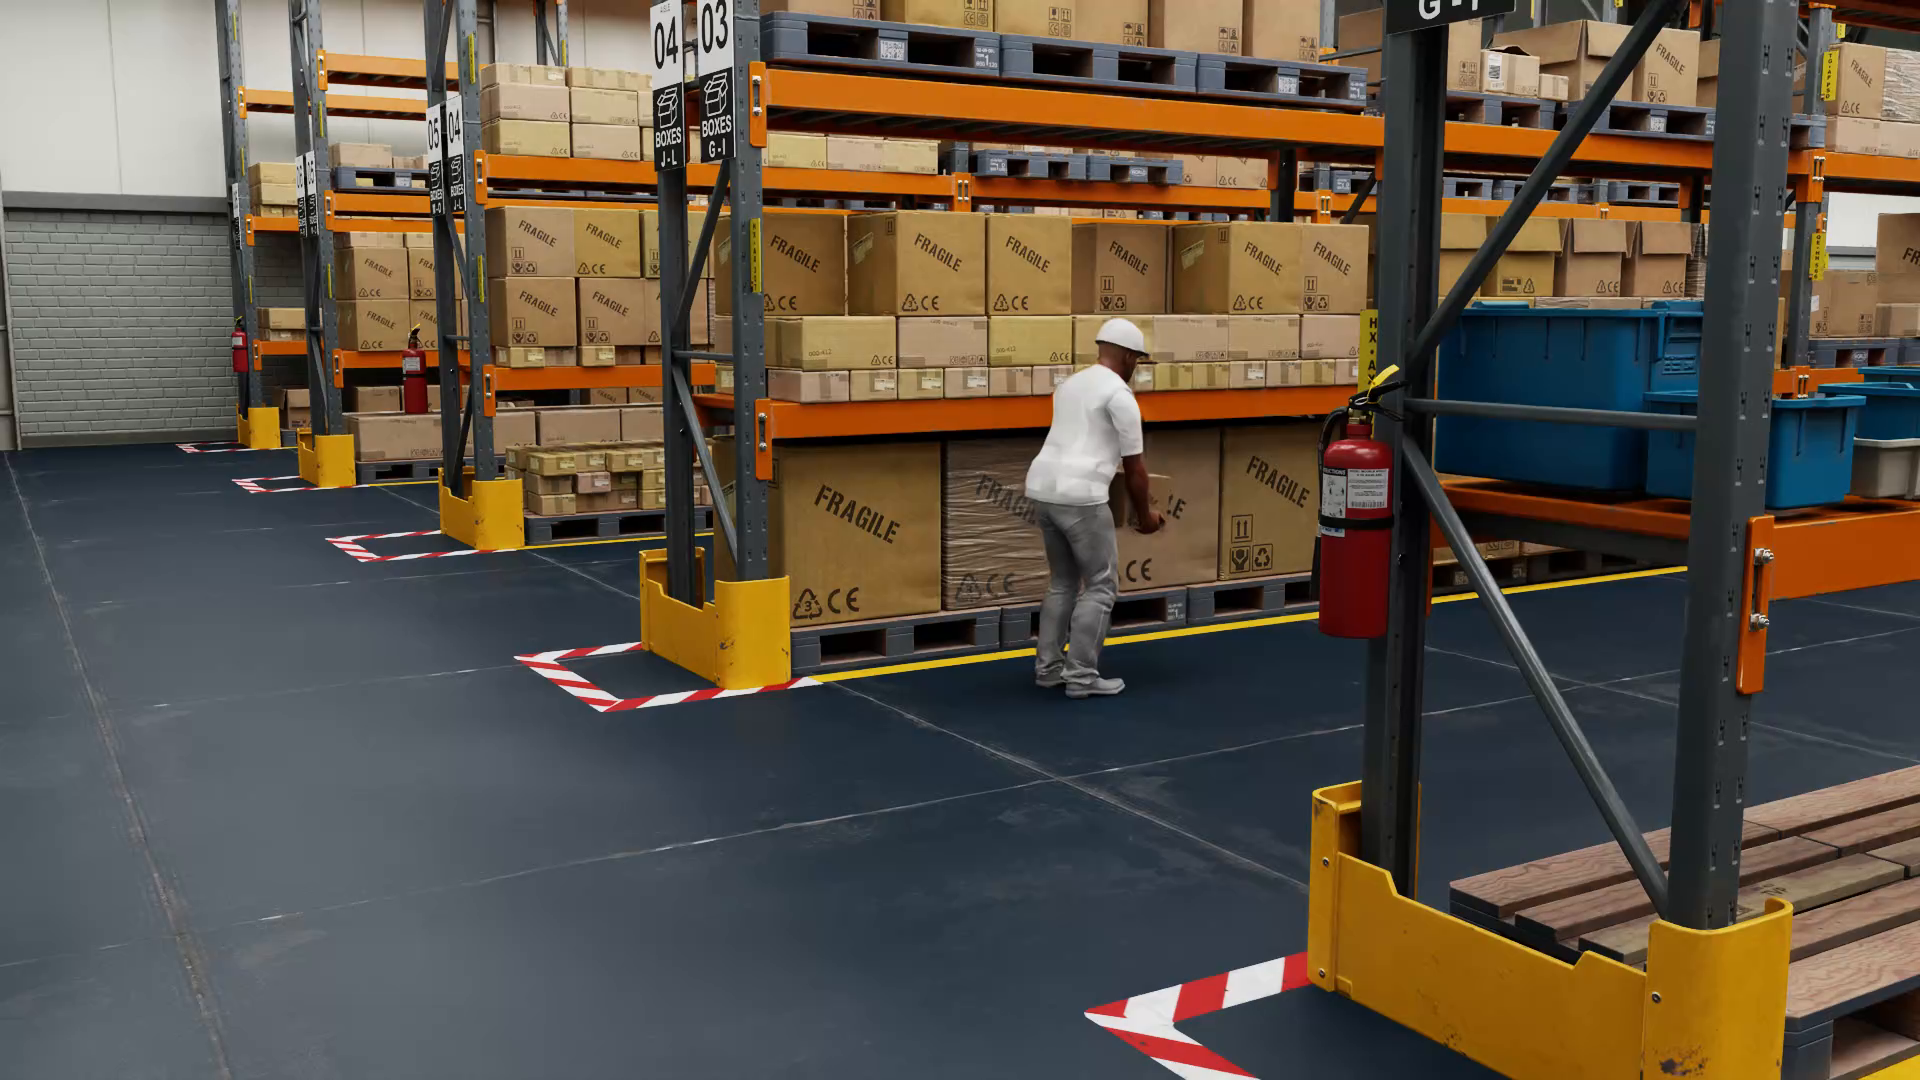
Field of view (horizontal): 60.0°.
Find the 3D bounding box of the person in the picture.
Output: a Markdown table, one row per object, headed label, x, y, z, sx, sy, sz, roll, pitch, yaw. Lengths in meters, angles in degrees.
| label | x | y | z | sx | sy | sz | roll | pitch | yaw |
| --- | --- | --- | --- | --- | --- | --- | --- | --- | --- |
| person | 0.606 | -0.161 | 7.613 | 0.625 | 1.697 | 0.495 | -5 | 10 | -32 |
